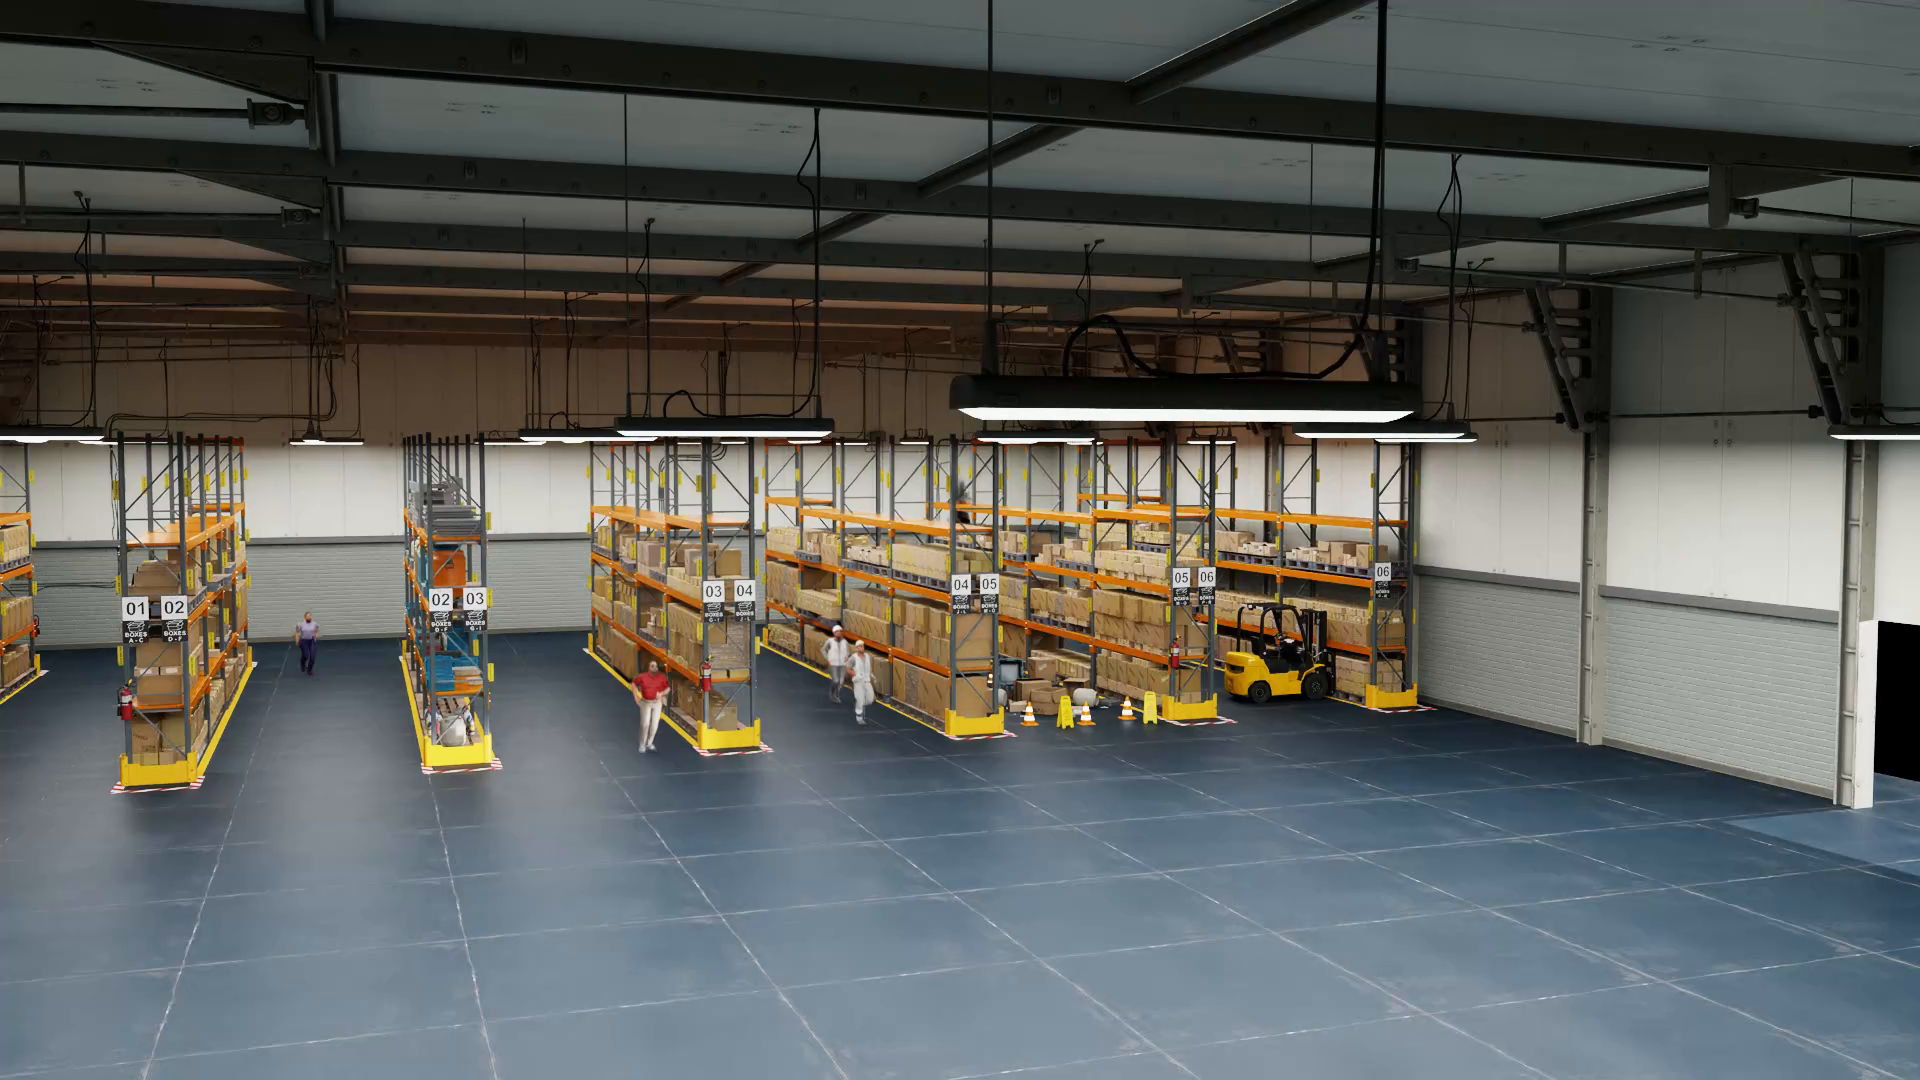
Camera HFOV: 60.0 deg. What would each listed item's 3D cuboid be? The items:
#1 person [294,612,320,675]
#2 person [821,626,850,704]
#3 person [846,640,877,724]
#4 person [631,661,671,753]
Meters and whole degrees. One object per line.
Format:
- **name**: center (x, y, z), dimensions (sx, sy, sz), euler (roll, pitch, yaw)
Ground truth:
- **person**: center (-16.399, 2.608, 41.850), dimensions (0.596, 1.602, 0.583), euler (-2, 4, -32)
- **person**: center (-2.739, 2.793, 37.184), dimensions (0.642, 1.755, 0.541), euler (-1, 3, -23)
- **person**: center (-2.036, 2.946, 34.430), dimensions (0.655, 1.742, 0.593), euler (-2, 4, -31)
- **person**: center (-5.813, 3.165, 31.372), dimensions (0.712, 1.783, 0.608), euler (-1, 3, -19)
